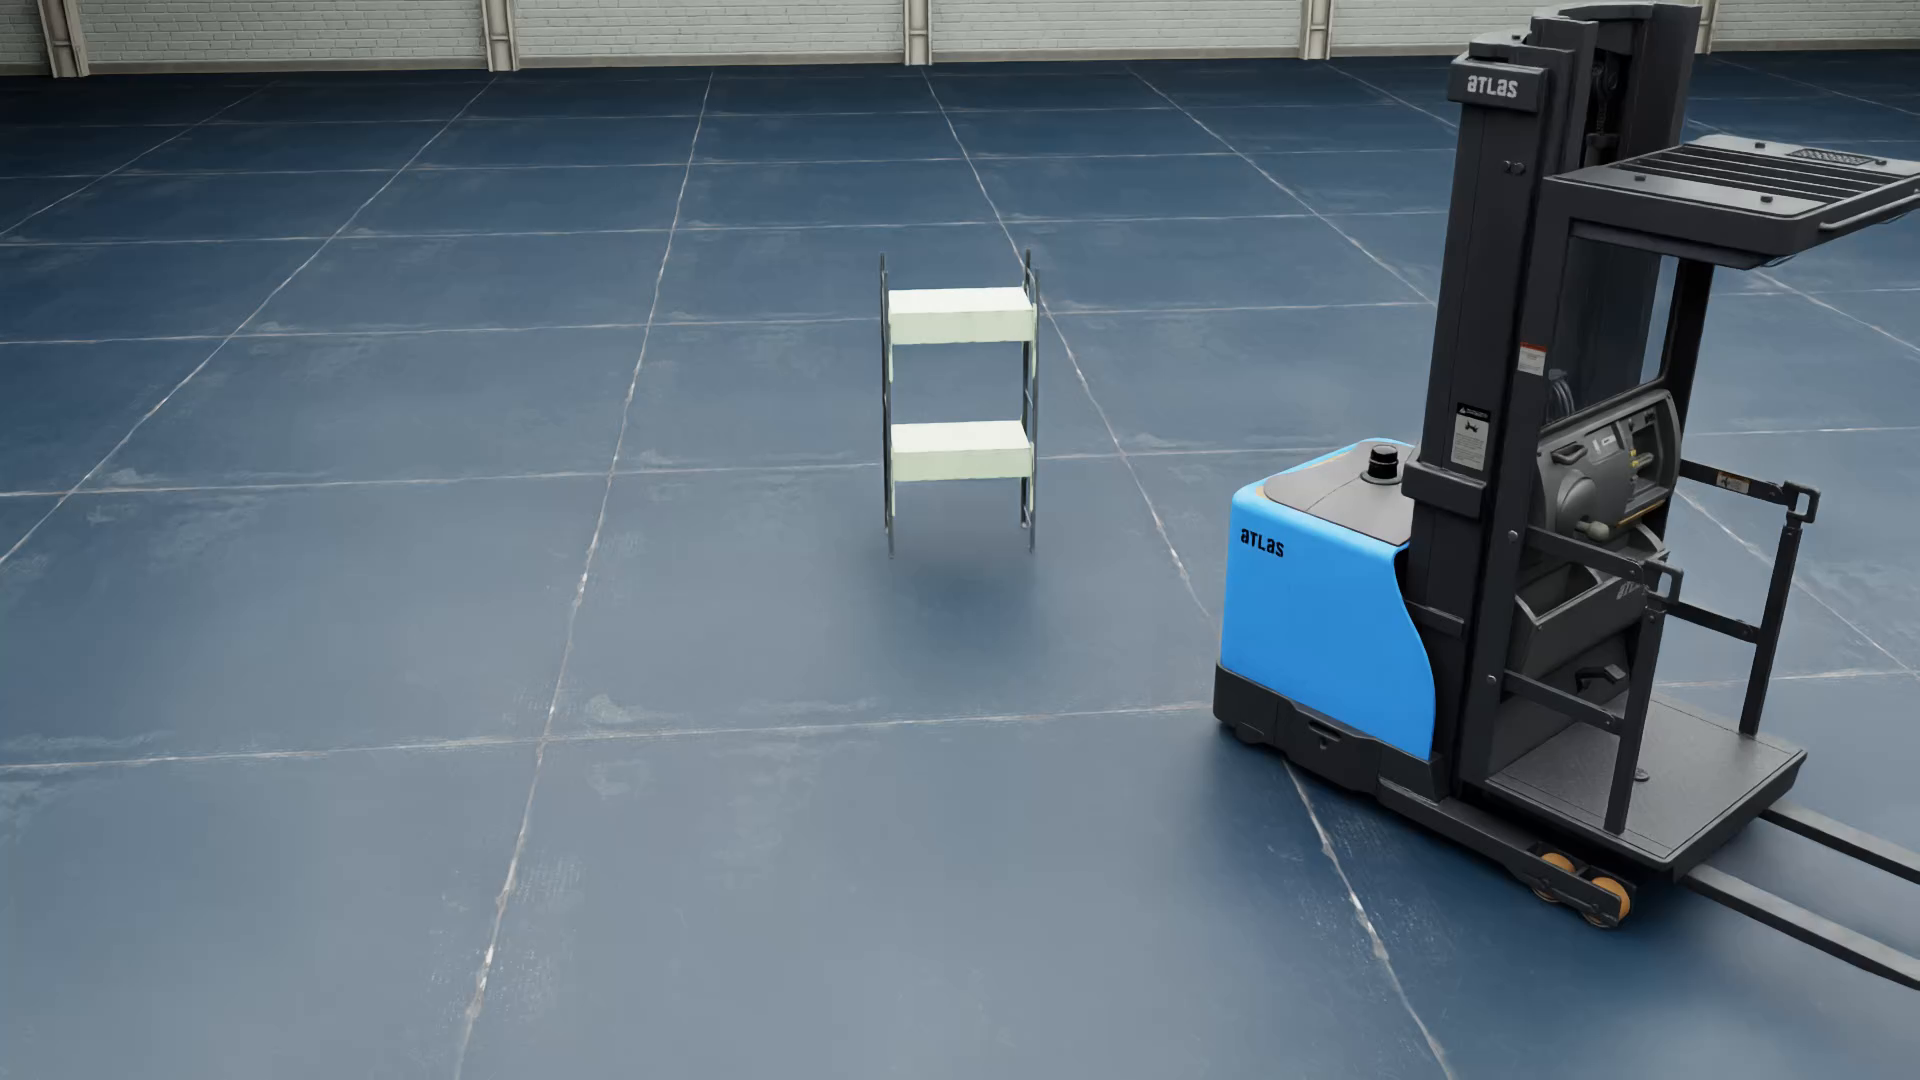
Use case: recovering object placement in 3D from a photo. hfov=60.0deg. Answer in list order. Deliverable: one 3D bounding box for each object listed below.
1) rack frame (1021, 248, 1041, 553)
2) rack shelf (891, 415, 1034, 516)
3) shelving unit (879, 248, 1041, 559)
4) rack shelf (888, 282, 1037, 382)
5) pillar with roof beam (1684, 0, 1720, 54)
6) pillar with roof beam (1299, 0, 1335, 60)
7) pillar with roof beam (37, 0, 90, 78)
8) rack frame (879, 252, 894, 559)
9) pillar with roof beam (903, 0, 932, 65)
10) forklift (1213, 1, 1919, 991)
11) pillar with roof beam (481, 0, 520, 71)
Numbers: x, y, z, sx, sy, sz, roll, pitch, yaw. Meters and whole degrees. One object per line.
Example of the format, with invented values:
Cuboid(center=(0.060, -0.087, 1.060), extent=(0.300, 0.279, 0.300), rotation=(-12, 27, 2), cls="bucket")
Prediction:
Cuboid(center=(0.358, -0.700, 8.478), extent=(0.023, 1.500, 0.400), rotation=(-2, 24, -5), cls="rack frame")
Cuboid(center=(-0.007, -0.387, 8.577), extent=(0.720, 0.370, 0.431), rotation=(-2, 24, -5), cls="rack shelf")
Cuboid(center=(-0.007, -0.685, 8.445), extent=(0.755, 1.500, 0.431), rotation=(-2, 24, -5), cls="shelving unit")
Cuboid(center=(-0.007, -1.042, 8.286), extent=(0.720, 0.370, 0.431), rotation=(-2, 24, -5), cls="rack shelf")
Cuboid(center=(11.744, -9.897, 19.937), extent=(0.400, 9.000, 9.100), rotation=(-2, 24, -5), cls="pillar with roof beam")
Cuboid(center=(5.773, -9.657, 19.398), extent=(0.400, 9.000, 9.100), rotation=(-2, 24, -5), cls="pillar with roof beam")
Cuboid(center=(-12.140, -8.939, 17.782), extent=(0.400, 9.000, 9.100), rotation=(-2, 24, -5), cls="pillar with roof beam")
Cuboid(center=(-0.371, -0.670, 8.412), extent=(0.023, 1.500, 0.400), rotation=(-2, 24, -5), cls="rack frame")
Cuboid(center=(-0.198, -9.418, 18.859), extent=(0.400, 9.000, 9.100), rotation=(-2, 24, -5), cls="pillar with roof beam")
Cuboid(center=(2.411, -0.237, 5.674), extent=(1.130, 2.935, 3.031), rotation=(-20, 31, -37), cls="forklift")
Cuboid(center=(-6.169, -9.178, 18.321), extent=(0.400, 9.000, 9.100), rotation=(-2, 24, -5), cls="pillar with roof beam")
